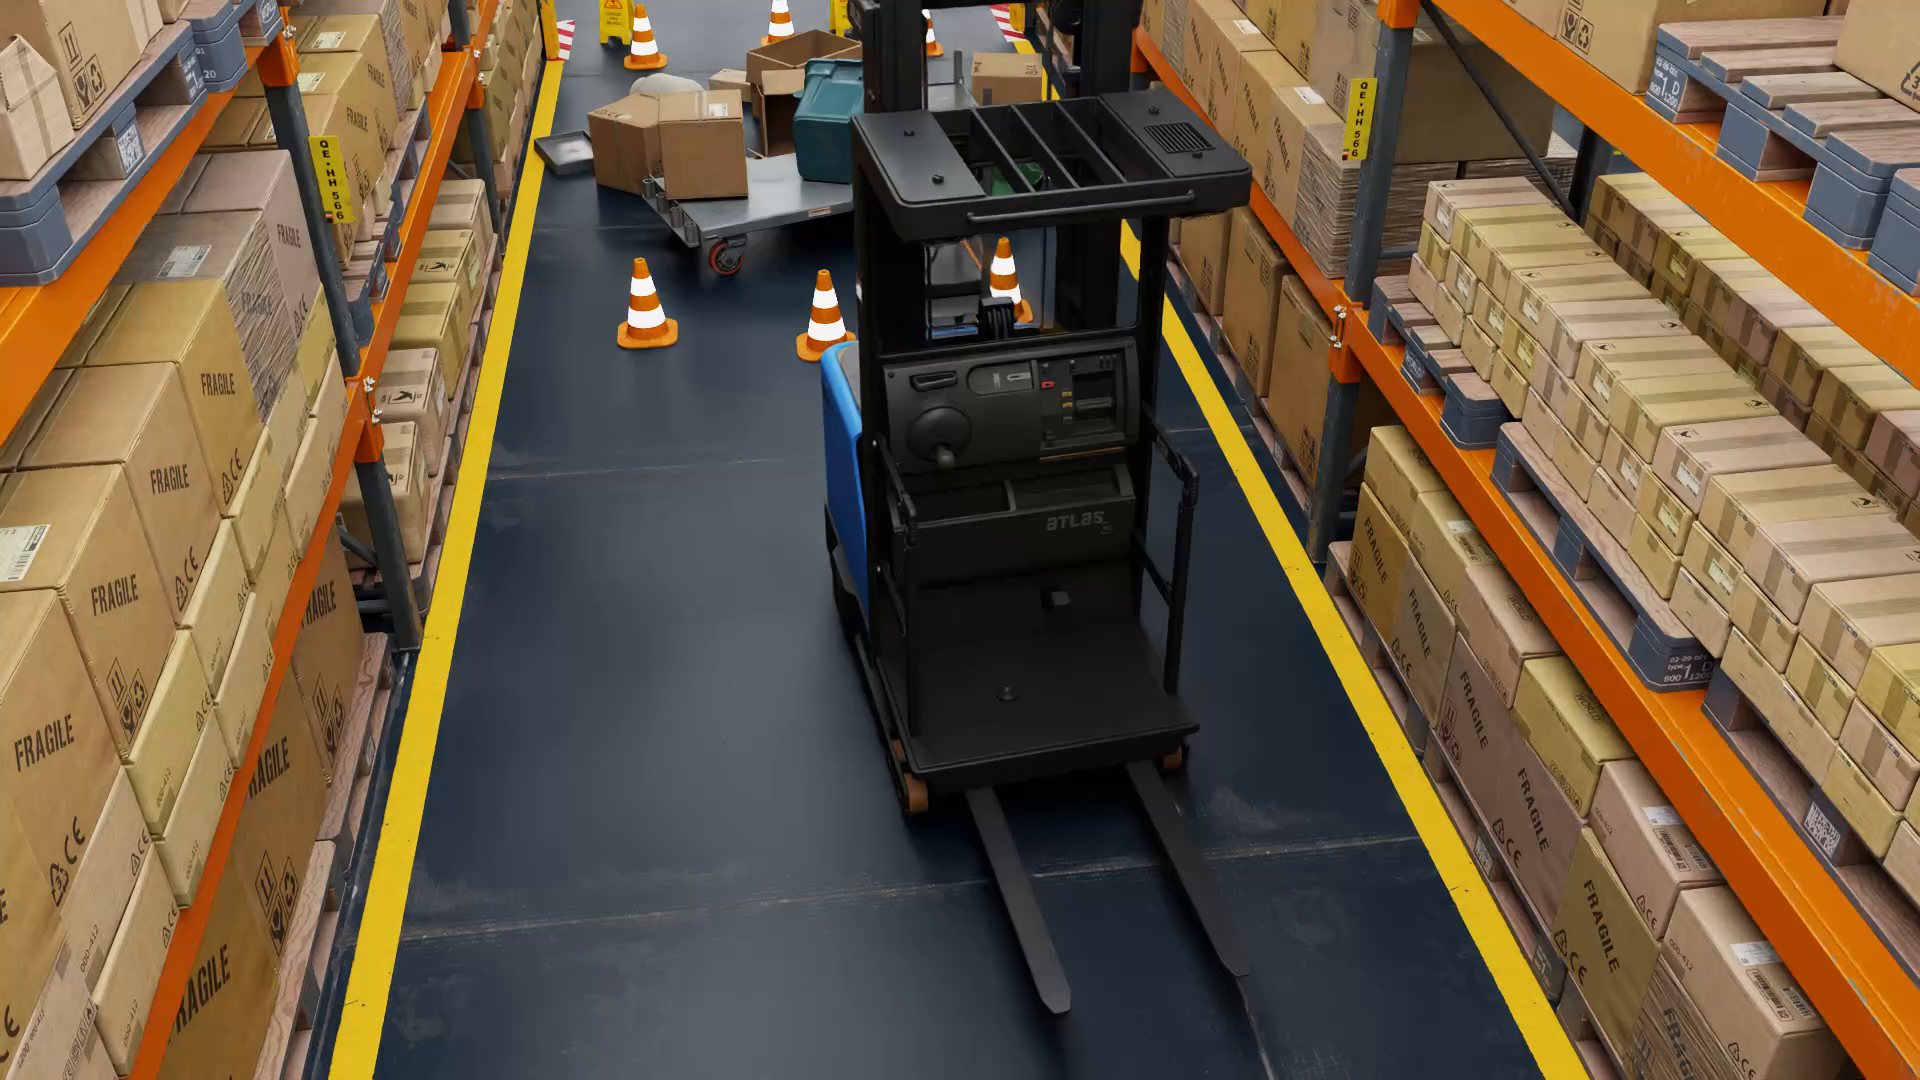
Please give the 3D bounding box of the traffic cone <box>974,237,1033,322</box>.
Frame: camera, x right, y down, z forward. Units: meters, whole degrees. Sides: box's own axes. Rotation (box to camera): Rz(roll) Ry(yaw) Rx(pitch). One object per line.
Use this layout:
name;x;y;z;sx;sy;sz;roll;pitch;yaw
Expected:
traffic cone;0.244;-1.516;9.564;0.336;0.463;0.334;-4;35;-6

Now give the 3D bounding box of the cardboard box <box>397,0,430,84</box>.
cardboard box;-2.910;-2.528;8.070;0.500;0.500;0.500;-3;34;-5

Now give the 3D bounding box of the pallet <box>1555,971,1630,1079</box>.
pallet;2.530;1.755;4.987;1.003;0.211;1.213;-4;35;-6

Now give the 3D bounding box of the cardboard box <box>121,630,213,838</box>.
cardboard box;-2.174;0.485;4.064;0.500;0.250;0.500;-4;34;-6

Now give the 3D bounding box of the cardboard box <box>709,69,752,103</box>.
cardboard box;-1.691;-3.472;12.712;0.380;0.149;0.250;13;36;18

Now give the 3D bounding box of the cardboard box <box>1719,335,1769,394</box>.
cardboard box;2.756;-0.572;5.512;0.380;0.149;0.250;-5;35;-7

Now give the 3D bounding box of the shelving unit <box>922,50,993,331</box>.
shelving unit;-0.128;-1.058;7.439;0.431;2.100;0.503;-8;35;-12

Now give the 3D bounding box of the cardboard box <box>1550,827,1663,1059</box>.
cardboard box;2.218;1.216;5.148;0.500;0.500;0.500;-5;35;-8

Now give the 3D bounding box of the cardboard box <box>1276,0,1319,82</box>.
cardboard box;1.907;-2.469;7.732;0.700;0.500;0.500;-5;35;-7

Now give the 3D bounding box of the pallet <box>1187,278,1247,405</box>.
pallet;1.906;-1.167;9.276;1.003;0.211;1.213;-4;35;-6

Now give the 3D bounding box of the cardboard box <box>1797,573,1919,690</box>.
cardboard box;2.319;0.218;4.088;0.380;0.149;0.250;-5;35;-8

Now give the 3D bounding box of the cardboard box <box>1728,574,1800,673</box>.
cardboard box;2.279;0.200;4.379;0.380;0.149;0.250;-5;35;-8

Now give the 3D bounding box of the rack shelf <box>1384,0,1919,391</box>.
rack shelf;2.367;-1.021;4.560;1.077;0.370;4.000;-4;35;-6

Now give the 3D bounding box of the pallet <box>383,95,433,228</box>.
pallet;-3.100;-1.786;7.877;1.003;0.211;1.213;-4;35;-6

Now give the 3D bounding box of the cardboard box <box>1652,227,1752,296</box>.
cardboard box;2.685;-0.985;5.854;0.380;0.149;0.250;-3;34;-5

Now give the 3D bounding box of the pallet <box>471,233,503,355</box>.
pallet;-3.225;-1.409;9.630;1.003;0.211;1.213;-4;35;-6

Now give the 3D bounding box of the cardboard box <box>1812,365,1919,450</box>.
cardboard box;2.824;-0.405;5.002;0.380;0.149;0.250;-3;34;-5

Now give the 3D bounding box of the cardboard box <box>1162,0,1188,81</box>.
cardboard box;1.433;-2.873;9.213;0.500;0.500;0.500;-4;34;-6

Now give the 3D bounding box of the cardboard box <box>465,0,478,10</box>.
cardboard box;-3.114;-3.427;9.762;0.500;0.500;0.500;-4;35;-7

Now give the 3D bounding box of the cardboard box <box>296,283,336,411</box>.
cardboard box;-2.476;-0.657;5.740;0.500;0.250;0.500;-4;35;-7

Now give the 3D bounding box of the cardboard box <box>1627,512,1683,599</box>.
cardboard box;2.208;0.034;4.886;0.380;0.149;0.250;-3;34;-4

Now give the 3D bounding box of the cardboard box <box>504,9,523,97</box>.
cardboard box;-3.295;-3.280;11.302;0.500;0.500;0.500;-3;34;-4

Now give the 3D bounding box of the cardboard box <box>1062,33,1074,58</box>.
cardboard box;1.299;-4.090;12.602;0.875;0.875;0.875;-5;35;-7

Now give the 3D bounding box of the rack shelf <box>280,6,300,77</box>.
rack shelf;-3.062;-2.822;7.202;1.077;0.370;4.000;-4;35;-6

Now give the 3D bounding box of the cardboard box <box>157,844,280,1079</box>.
cardboard box;-2.547;1.330;4.649;0.875;0.875;0.875;-3;34;-5

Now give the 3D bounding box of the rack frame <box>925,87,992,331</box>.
rack frame;-0.068;-0.925;7.243;0.400;2.100;0.015;-8;35;-12

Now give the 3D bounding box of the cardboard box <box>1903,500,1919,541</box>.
cardboard box;2.893;0.006;4.663;0.380;0.149;0.250;-3;34;-4

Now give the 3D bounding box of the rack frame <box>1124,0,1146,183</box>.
rack frame;1.560;-3.427;10.115;1.000;3.000;0.127;-4;35;-6

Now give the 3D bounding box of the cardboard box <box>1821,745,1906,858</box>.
cardboard box;2.351;0.616;4.033;0.380;0.149;0.250;-4;34;-6

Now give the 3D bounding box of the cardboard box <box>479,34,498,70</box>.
cardboard box;-3.100;-3.035;10.367;0.380;0.149;0.250;-4;34;-6

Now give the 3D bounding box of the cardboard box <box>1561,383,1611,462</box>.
cardboard box;2.139;-0.384;5.236;0.380;0.149;0.250;-5;35;-7

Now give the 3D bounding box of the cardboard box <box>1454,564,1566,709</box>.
cardboard box;2.073;0.318;5.801;0.500;0.250;0.500;-4;34;-6

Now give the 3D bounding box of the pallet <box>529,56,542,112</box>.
pallet;-3.785;-3.577;12.811;1.003;0.211;1.213;-4;35;-6

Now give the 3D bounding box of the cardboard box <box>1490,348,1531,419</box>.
cardboard box;2.069;-0.549;5.742;0.380;0.149;0.250;-3;34;-4

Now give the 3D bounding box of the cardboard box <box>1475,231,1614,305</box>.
cardboard box;2.036;-0.951;5.804;0.380;0.149;0.250;-5;35;-7

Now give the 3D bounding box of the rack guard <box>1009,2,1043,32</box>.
rack guard;1.019;-4.640;14.114;1.175;0.500;0.348;-4;35;-6

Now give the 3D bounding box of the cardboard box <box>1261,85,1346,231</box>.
cardboard box;1.706;-1.746;7.559;0.500;0.500;0.500;-4;35;-6

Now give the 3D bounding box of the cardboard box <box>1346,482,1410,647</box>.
cardboard box;1.941;0.079;6.818;0.500;0.500;0.500;-6;35;-8

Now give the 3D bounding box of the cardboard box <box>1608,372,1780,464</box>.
cardboard box;2.177;-0.365;4.944;0.380;0.149;0.250;-5;35;-7

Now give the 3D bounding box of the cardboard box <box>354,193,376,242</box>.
cardboard box;-2.649;-1.345;6.911;0.380;0.149;0.250;-7;35;-9

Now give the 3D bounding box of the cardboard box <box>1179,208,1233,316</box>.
cardboard box;1.859;-1.793;9.342;1.050;0.750;0.750;-4;35;-6

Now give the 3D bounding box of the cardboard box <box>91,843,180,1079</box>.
cardboard box;-2.124;0.976;3.787;0.500;0.250;0.500;-5;35;-8

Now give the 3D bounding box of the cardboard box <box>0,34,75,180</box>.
cardboard box;-2.154;-0.935;3.541;0.396;0.266;0.258;-2;34;-2

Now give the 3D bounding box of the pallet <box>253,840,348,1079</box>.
pallet;-2.601;1.514;5.341;1.003;0.211;1.213;-4;35;-6

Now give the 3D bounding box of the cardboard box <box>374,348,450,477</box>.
cardboard box;-2.966;-0.578;7.896;0.950;0.372;0.625;-5;35;-7

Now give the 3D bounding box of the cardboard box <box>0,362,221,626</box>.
cardboard box;-2.266;-0.103;4.261;0.500;0.500;0.500;-5;35;-7

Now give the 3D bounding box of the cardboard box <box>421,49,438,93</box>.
cardboard box;-2.862;-2.368;8.411;0.380;0.149;0.250;-4;34;-6

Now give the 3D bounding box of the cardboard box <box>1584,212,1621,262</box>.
cardboard box;2.616;-1.146;6.354;0.380;0.149;0.250;-4;34;-5

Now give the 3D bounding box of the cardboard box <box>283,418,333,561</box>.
cardboard box;-2.384;-0.155;5.447;0.500;0.250;0.500;-4;34;-6

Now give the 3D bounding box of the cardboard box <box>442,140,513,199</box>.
cardboard box;-3.143;-2.383;10.651;0.500;0.250;0.500;-6;35;-9

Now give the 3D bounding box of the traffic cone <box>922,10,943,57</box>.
traffic cone;-0.313;-4.207;13.512;0.336;0.463;0.334;-4;35;-6

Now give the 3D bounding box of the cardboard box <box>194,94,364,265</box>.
cardboard box;-2.624;-1.370;6.371;0.500;0.500;0.500;-5;35;-8

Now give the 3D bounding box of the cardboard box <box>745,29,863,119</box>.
cardboard box;-1.124;-3.408;12.304;0.637;0.503;0.797;27;43;34

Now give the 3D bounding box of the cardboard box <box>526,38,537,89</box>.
cardboard box;-3.432;-3.545;12.357;0.500;0.250;0.500;-4;35;-6

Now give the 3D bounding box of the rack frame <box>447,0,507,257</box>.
rack frame;-3.331;-2.996;9.482;1.000;3.000;0.127;-4;35;-6

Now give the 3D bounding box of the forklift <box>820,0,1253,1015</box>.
forklift;0.246;-0.421;5.765;1.130;2.935;3.031;-8;35;-12

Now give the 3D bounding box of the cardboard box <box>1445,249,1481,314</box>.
cardboard box;2.003;-0.951;6.068;0.380;0.149;0.250;-3;34;-4

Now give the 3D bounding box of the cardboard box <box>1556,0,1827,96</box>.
cardboard box;2.058;-1.580;4.652;0.500;0.500;0.500;-4;35;-6

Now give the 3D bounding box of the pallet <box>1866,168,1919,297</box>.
pallet;2.659;-0.477;3.290;1.213;0.211;1.003;-4;35;-6
